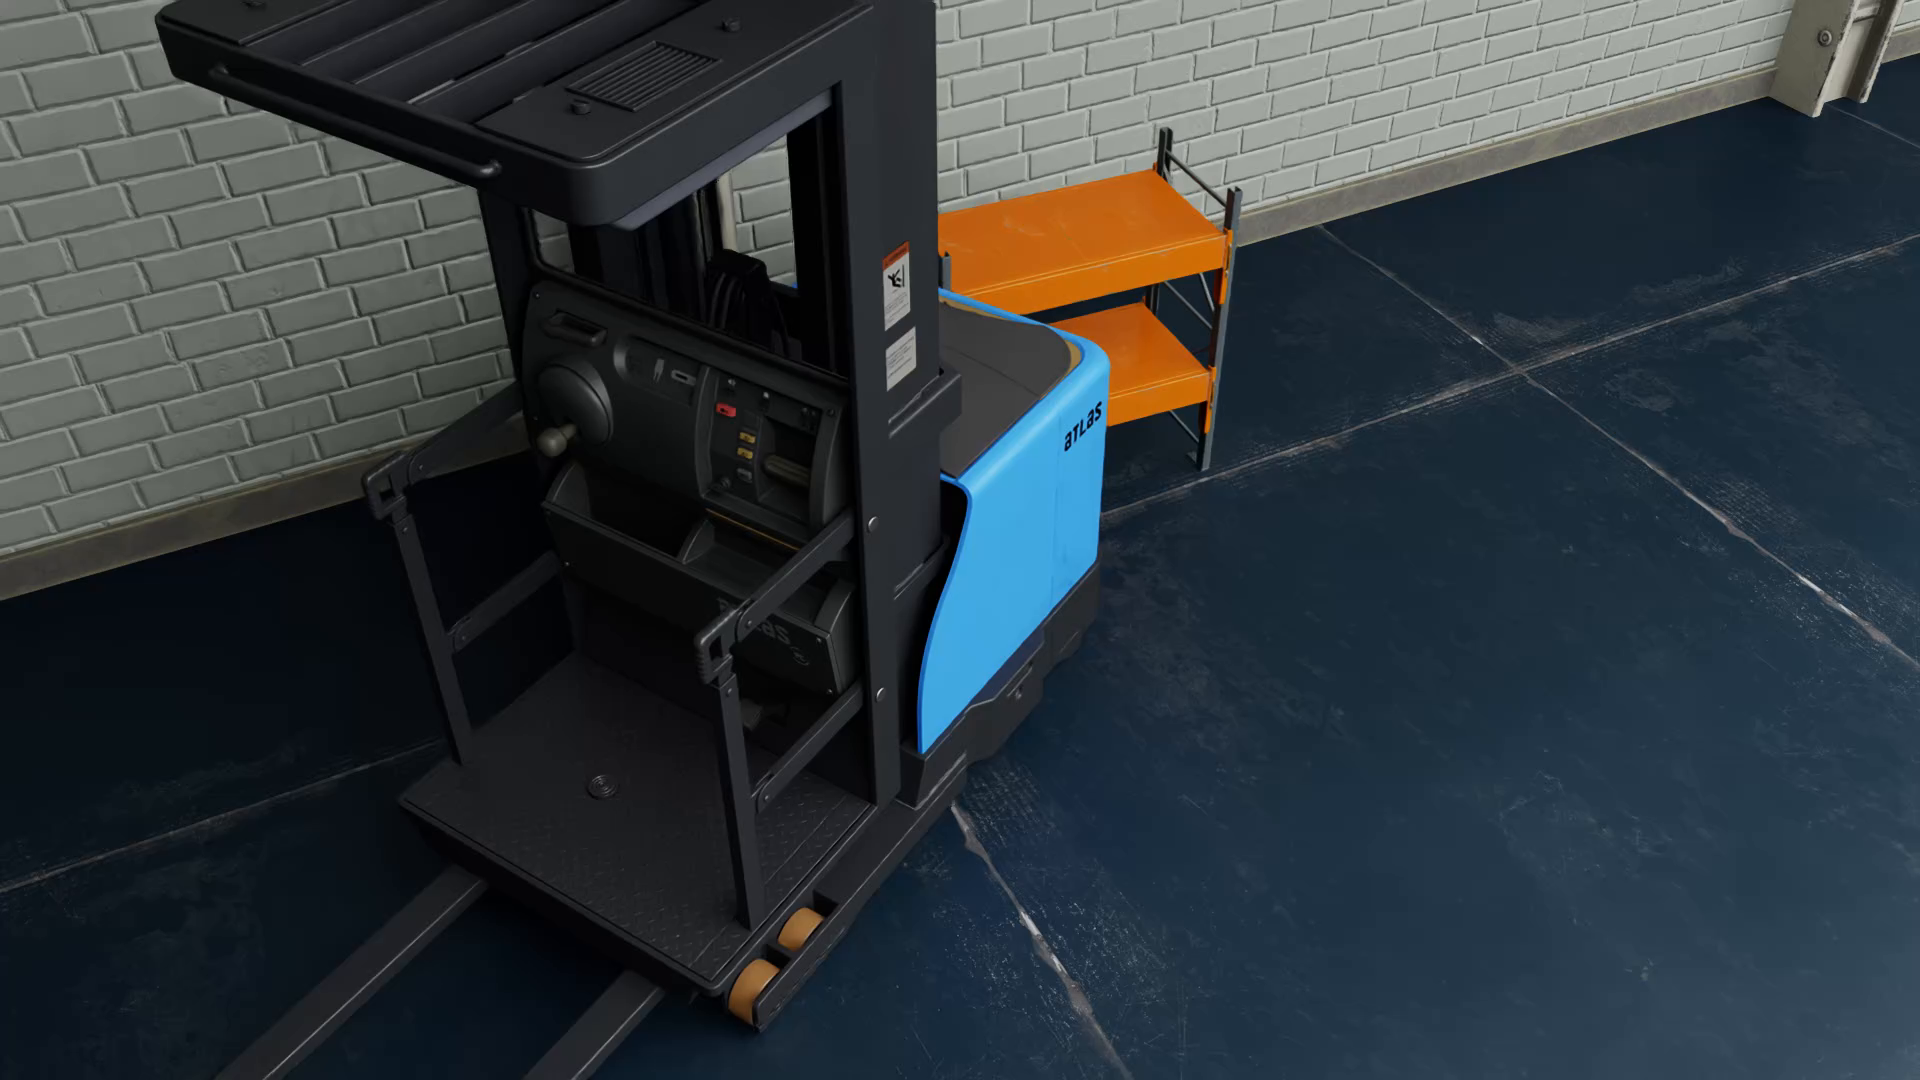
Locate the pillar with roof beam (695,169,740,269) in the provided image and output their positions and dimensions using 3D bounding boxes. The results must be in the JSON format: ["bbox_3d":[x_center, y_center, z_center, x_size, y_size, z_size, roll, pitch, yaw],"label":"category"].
[{"bbox_3d":[0.982,-1.413,0.454,0.400,9.000,9.100,-19,44,-21],"label":"pillar with roof beam"}]

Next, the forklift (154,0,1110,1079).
[{"bbox_3d":[-0.779,-0.225,3.748,1.130,2.935,3.031,23,45,25],"label":"forklift"}]

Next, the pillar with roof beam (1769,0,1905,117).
[{"bbox_3d":[6.304,-3.203,2.569,0.400,9.000,9.100,-19,44,-21],"label":"pillar with roof beam"}]

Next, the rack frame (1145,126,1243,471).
[{"bbox_3d":[0.794,-0.831,5.861,0.032,1.125,0.500,-16,43,-18],"label":"rack frame"}]

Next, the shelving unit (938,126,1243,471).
[{"bbox_3d":[0.328,-0.701,5.707,1.048,1.125,0.538,-16,43,-18],"label":"shelving unit"}]

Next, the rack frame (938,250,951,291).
[{"bbox_3d":[-0.139,-0.570,5.553,0.032,1.125,0.500,-16,43,-18],"label":"rack frame"}]

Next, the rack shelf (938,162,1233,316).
[{"bbox_3d":[0.328,-0.924,5.518,1.000,0.278,0.538,-16,43,-18],"label":"rack shelf"}]

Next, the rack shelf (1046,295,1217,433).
[{"bbox_3d":[0.328,-0.514,5.865,1.000,0.278,0.538,-16,43,-18],"label":"rack shelf"}]
